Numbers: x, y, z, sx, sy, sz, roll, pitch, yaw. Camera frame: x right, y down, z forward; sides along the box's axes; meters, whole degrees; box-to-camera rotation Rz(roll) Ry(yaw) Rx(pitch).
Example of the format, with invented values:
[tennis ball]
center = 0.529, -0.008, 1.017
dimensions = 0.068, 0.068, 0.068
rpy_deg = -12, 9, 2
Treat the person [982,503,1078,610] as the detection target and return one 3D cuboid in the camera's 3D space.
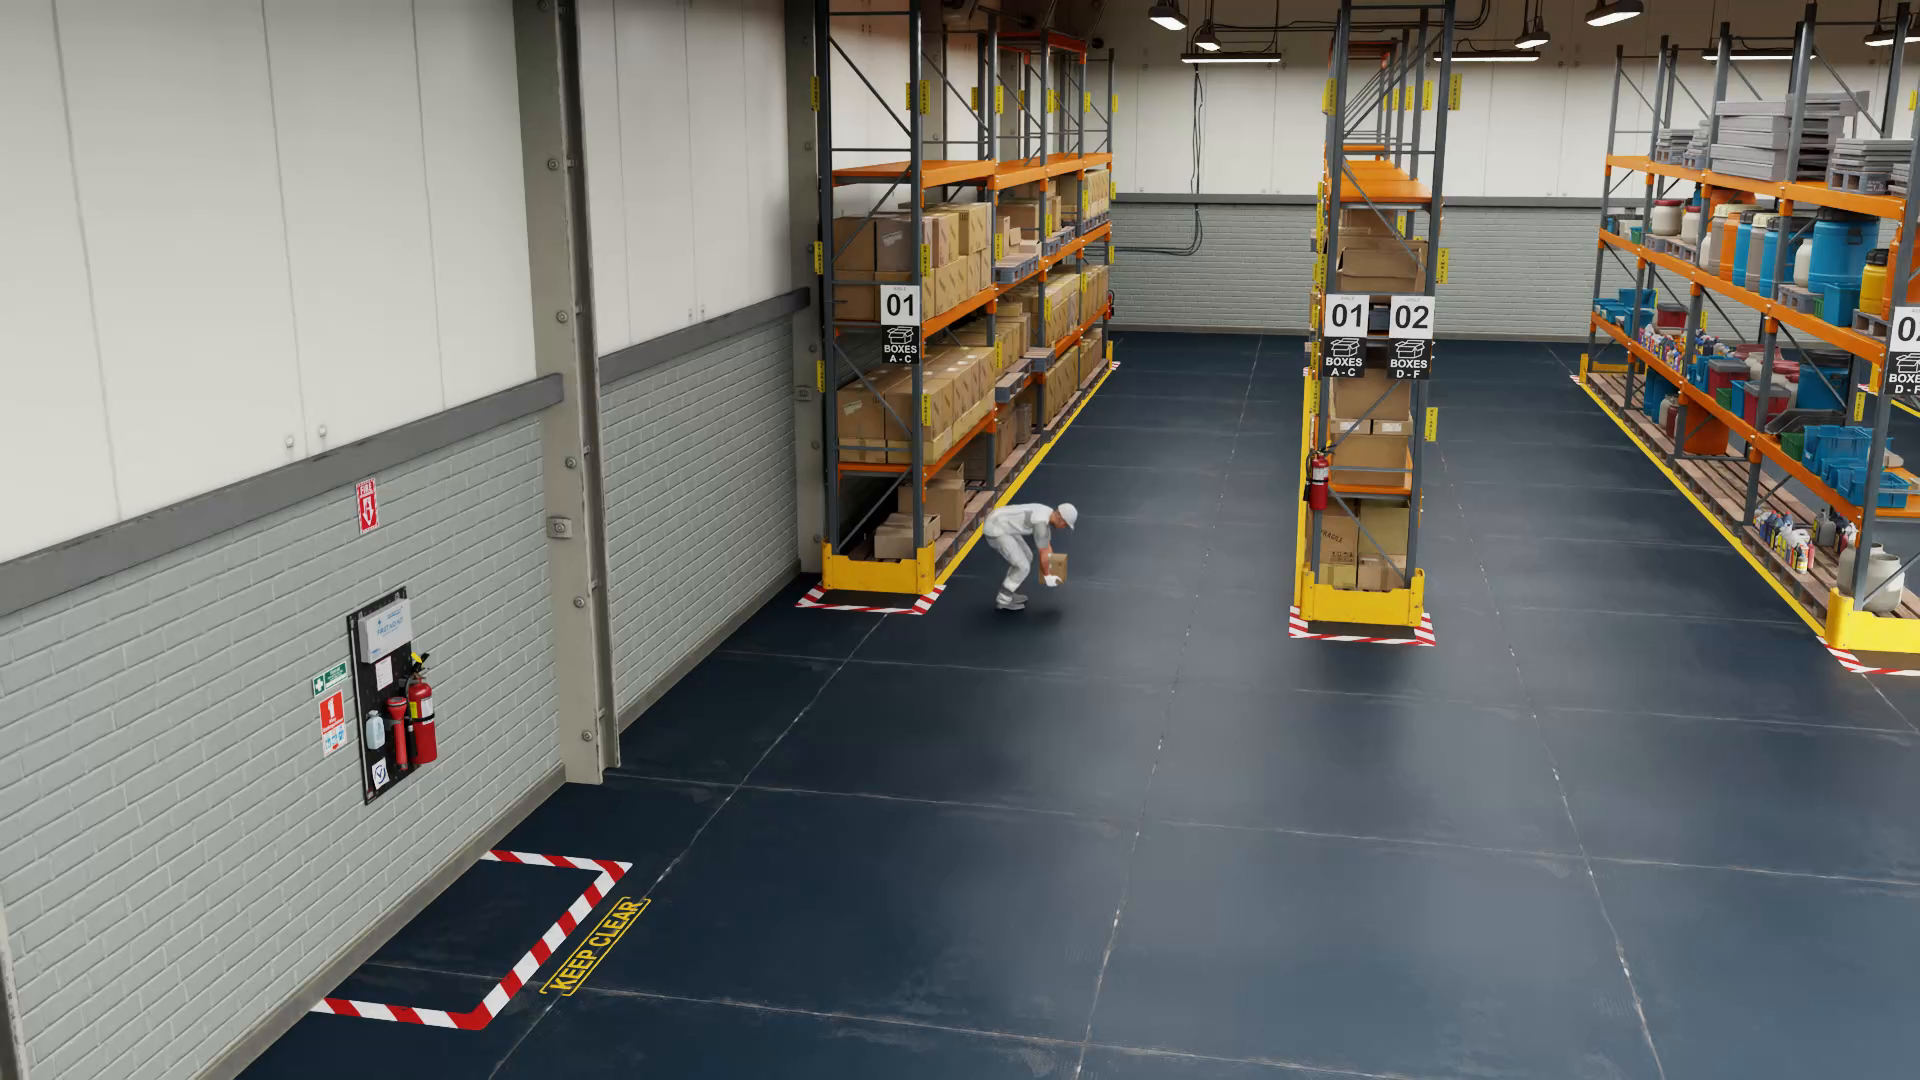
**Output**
[person]
center = 0.701, 0.149, 16.802
dimensions = 0.956, 1.077, 0.529
rpy_deg = 2, 15, 6
